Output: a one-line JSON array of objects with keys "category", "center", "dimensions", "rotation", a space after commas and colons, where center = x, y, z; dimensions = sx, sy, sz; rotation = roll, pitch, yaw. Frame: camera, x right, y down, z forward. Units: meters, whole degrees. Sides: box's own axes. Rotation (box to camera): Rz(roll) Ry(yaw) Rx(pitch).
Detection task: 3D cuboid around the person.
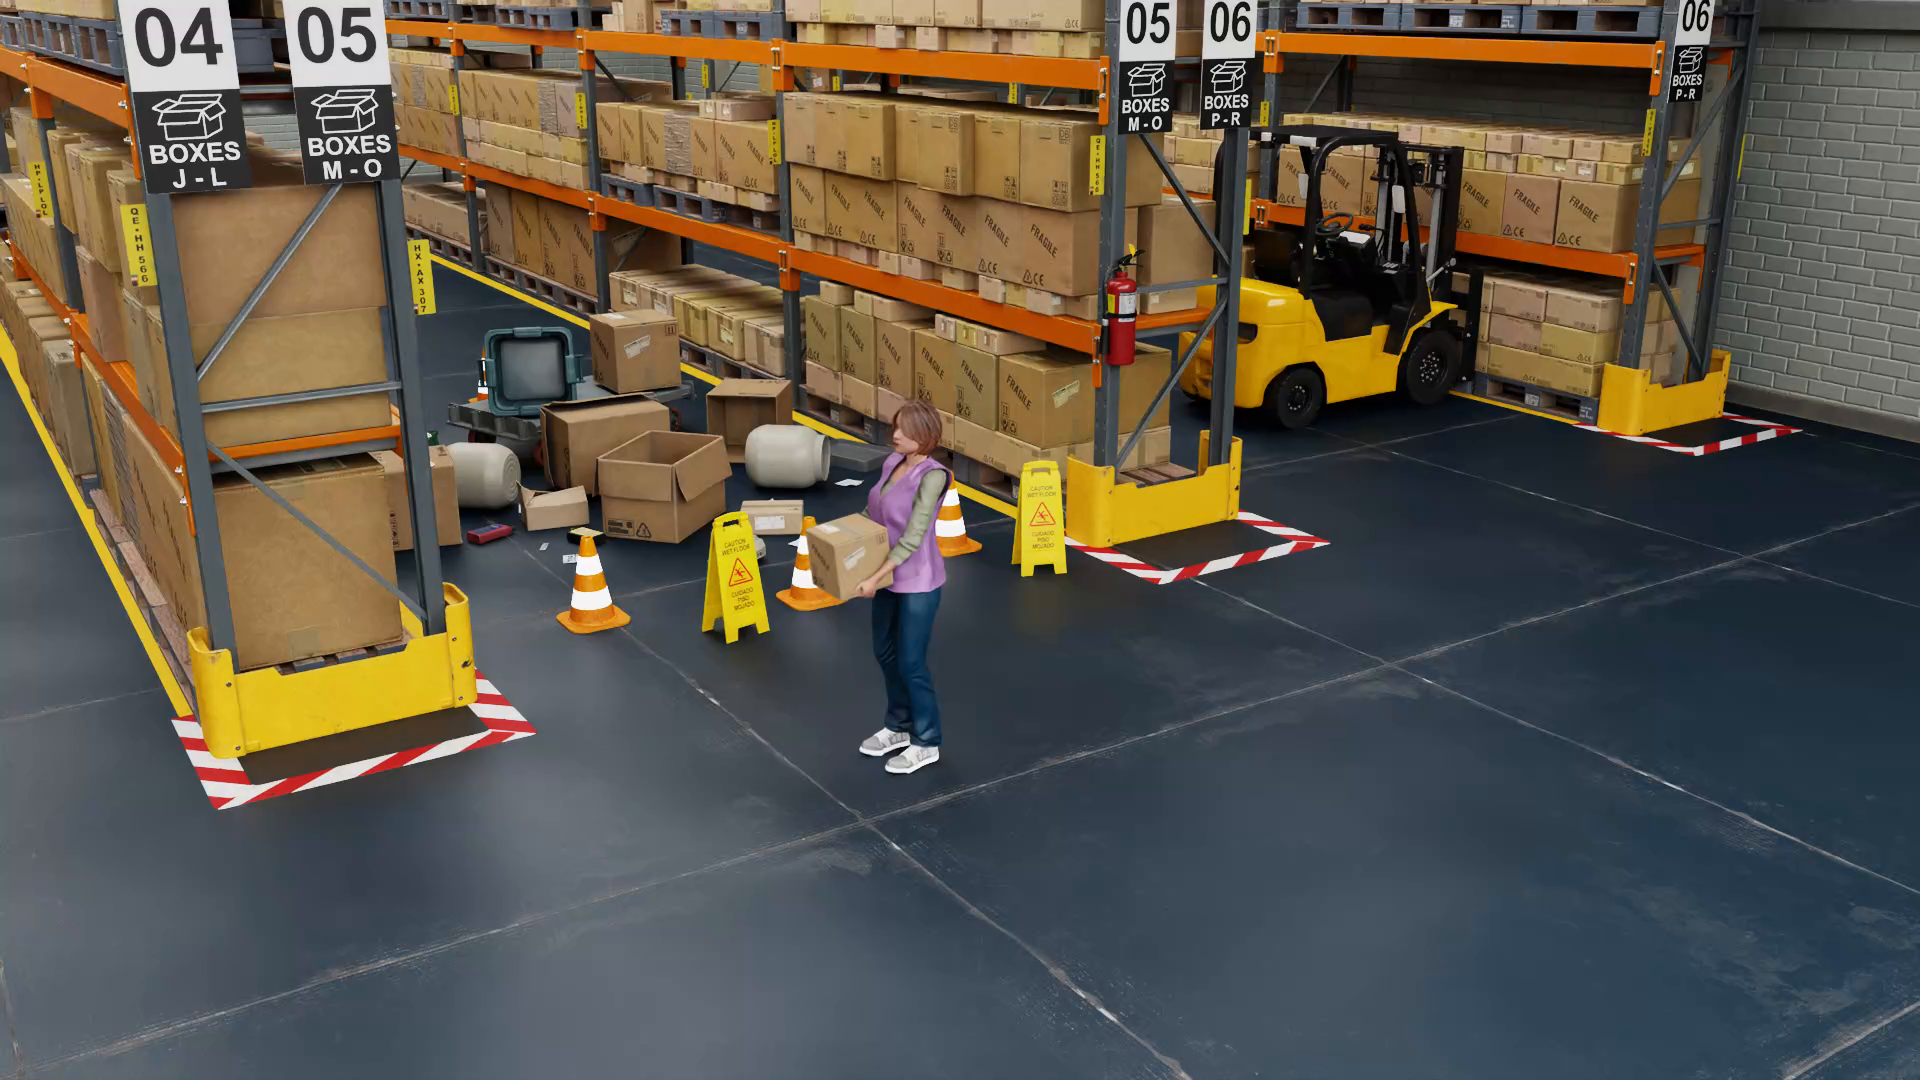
[{"category": "person", "center": [-0.296, 0.205, 6.964], "dimensions": [0.495, 1.589, 0.405], "rotation": [-11, 22, -31]}]
